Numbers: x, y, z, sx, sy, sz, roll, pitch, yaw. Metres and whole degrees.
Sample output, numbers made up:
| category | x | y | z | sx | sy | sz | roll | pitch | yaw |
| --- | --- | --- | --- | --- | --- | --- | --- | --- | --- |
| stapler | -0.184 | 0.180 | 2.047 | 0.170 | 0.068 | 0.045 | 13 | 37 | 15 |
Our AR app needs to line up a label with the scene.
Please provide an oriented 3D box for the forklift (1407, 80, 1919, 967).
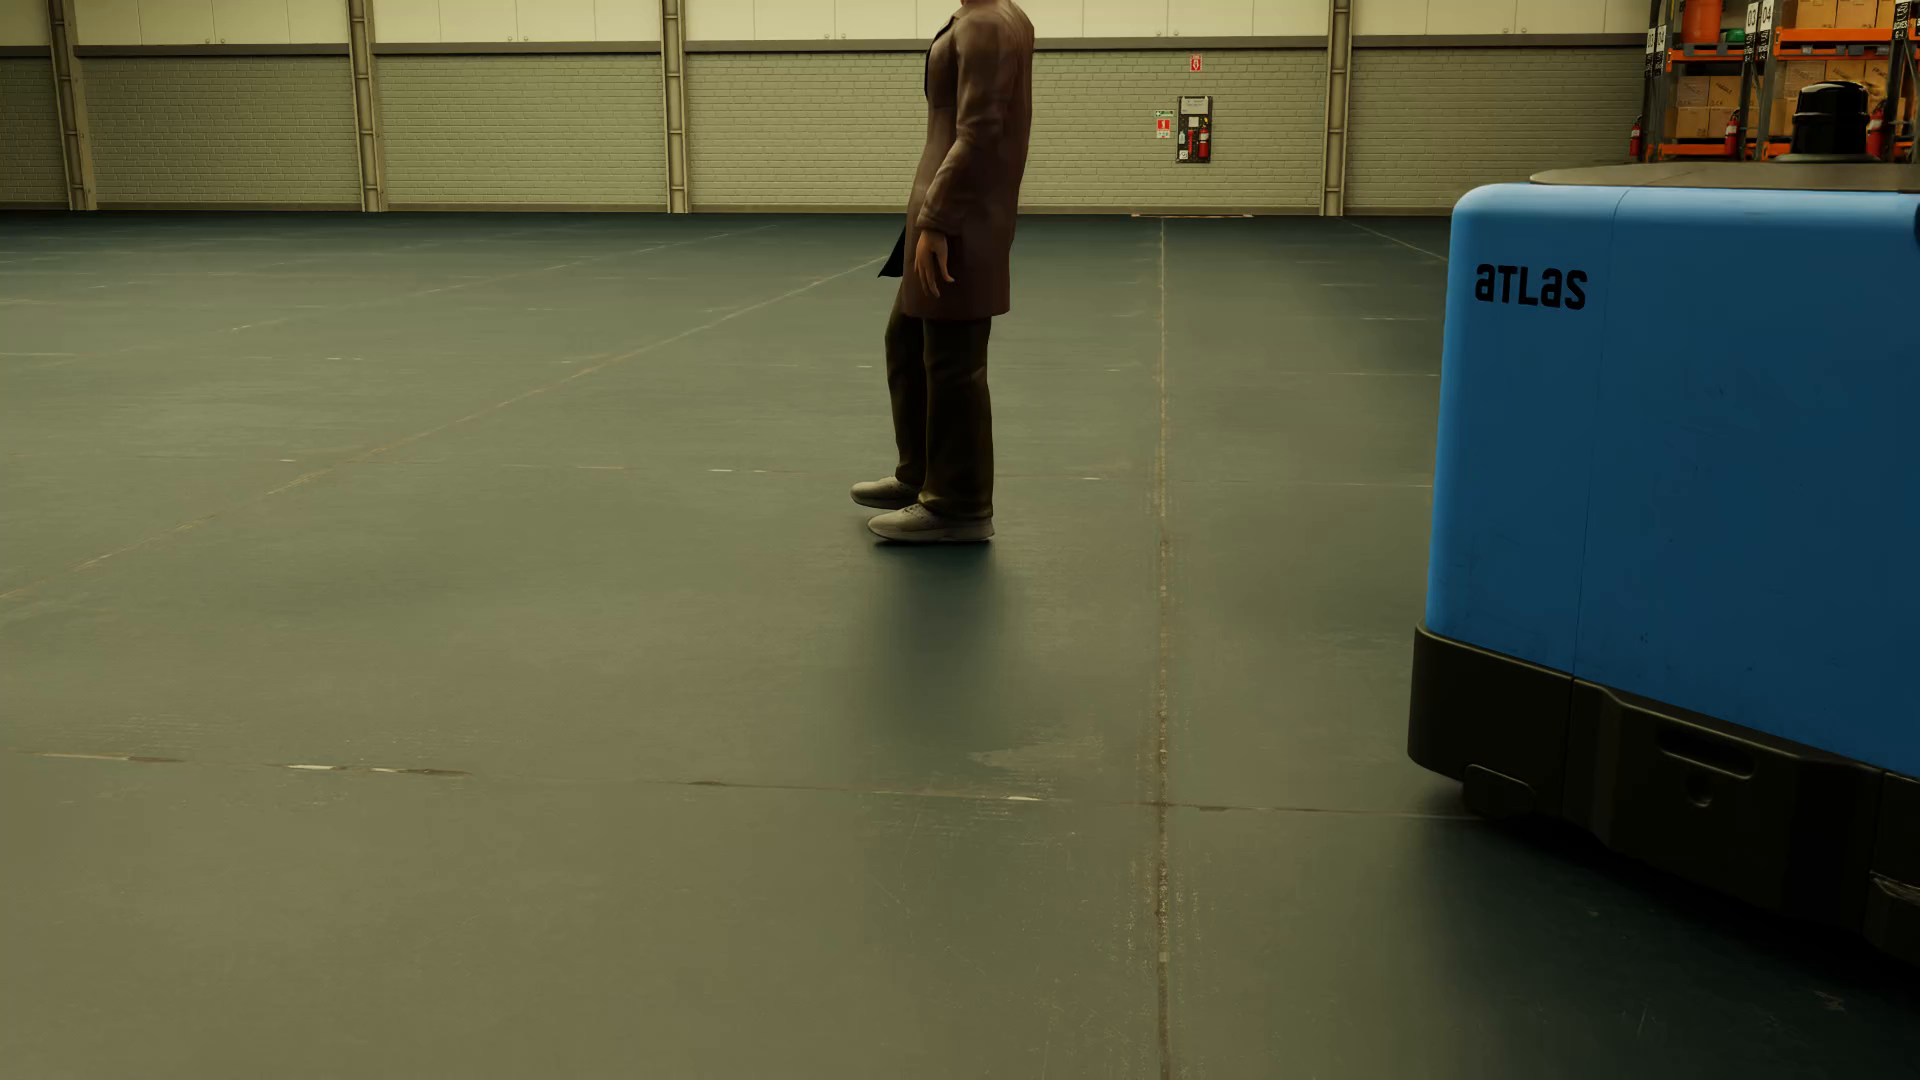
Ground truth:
| category | x | y | z | sx | sy | sz | roll | pitch | yaw |
| --- | --- | --- | --- | --- | --- | --- | --- | --- | --- |
| forklift | 2.040 | -0.755 | 1.740 | 1.130 | 2.935 | 3.031 | -9 | 16 | -33 |

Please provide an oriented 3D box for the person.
| category | x | y | z | sx | sy | sz | roll | pitch | yaw |
| --- | --- | --- | --- | --- | --- | --- | --- | --- | --- |
| person | -0.091 | -0.876 | 4.757 | 0.580 | 1.778 | 0.696 | 2 | 13 | 7 |
